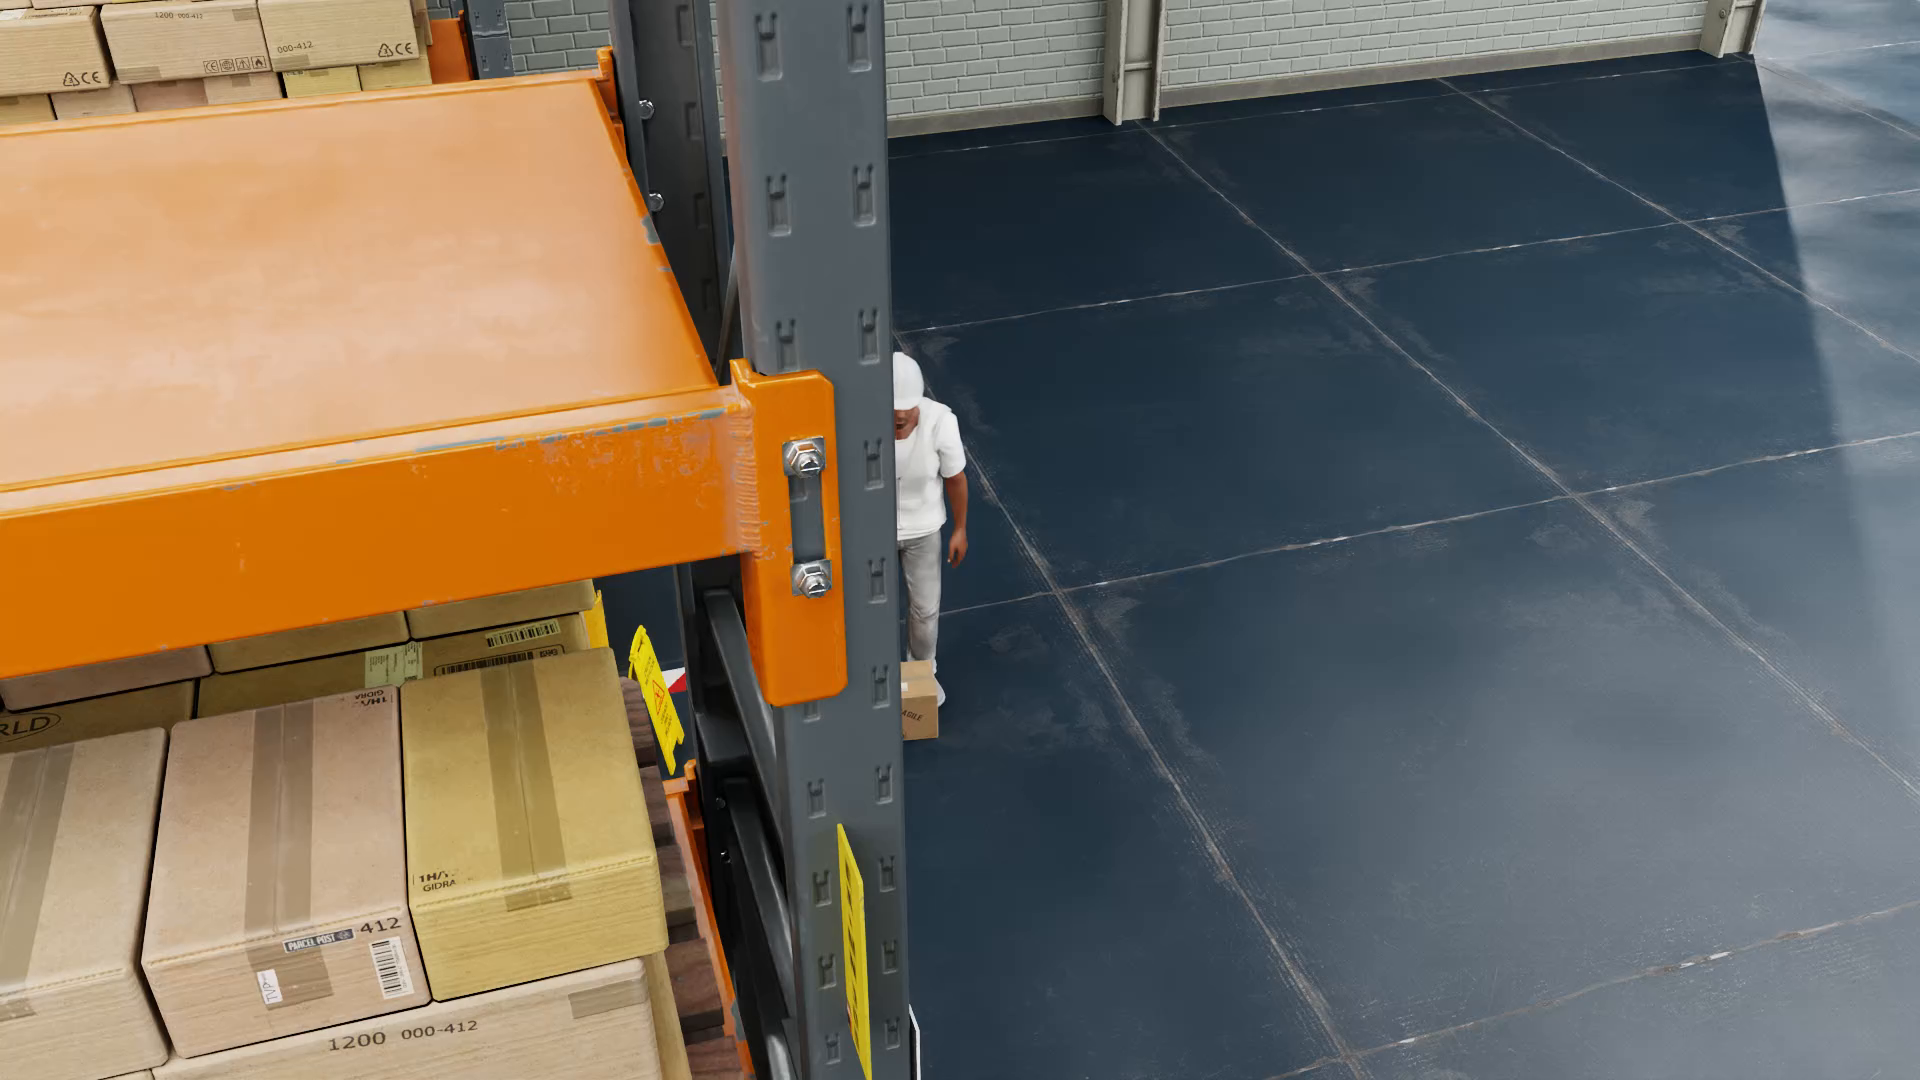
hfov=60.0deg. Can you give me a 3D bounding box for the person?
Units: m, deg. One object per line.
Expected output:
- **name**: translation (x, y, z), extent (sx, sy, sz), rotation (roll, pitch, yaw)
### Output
- **person**: translation (-0.274, -0.033, 7.174), extent (0.626, 1.761, 0.458), rotation (-3, 34, -5)
